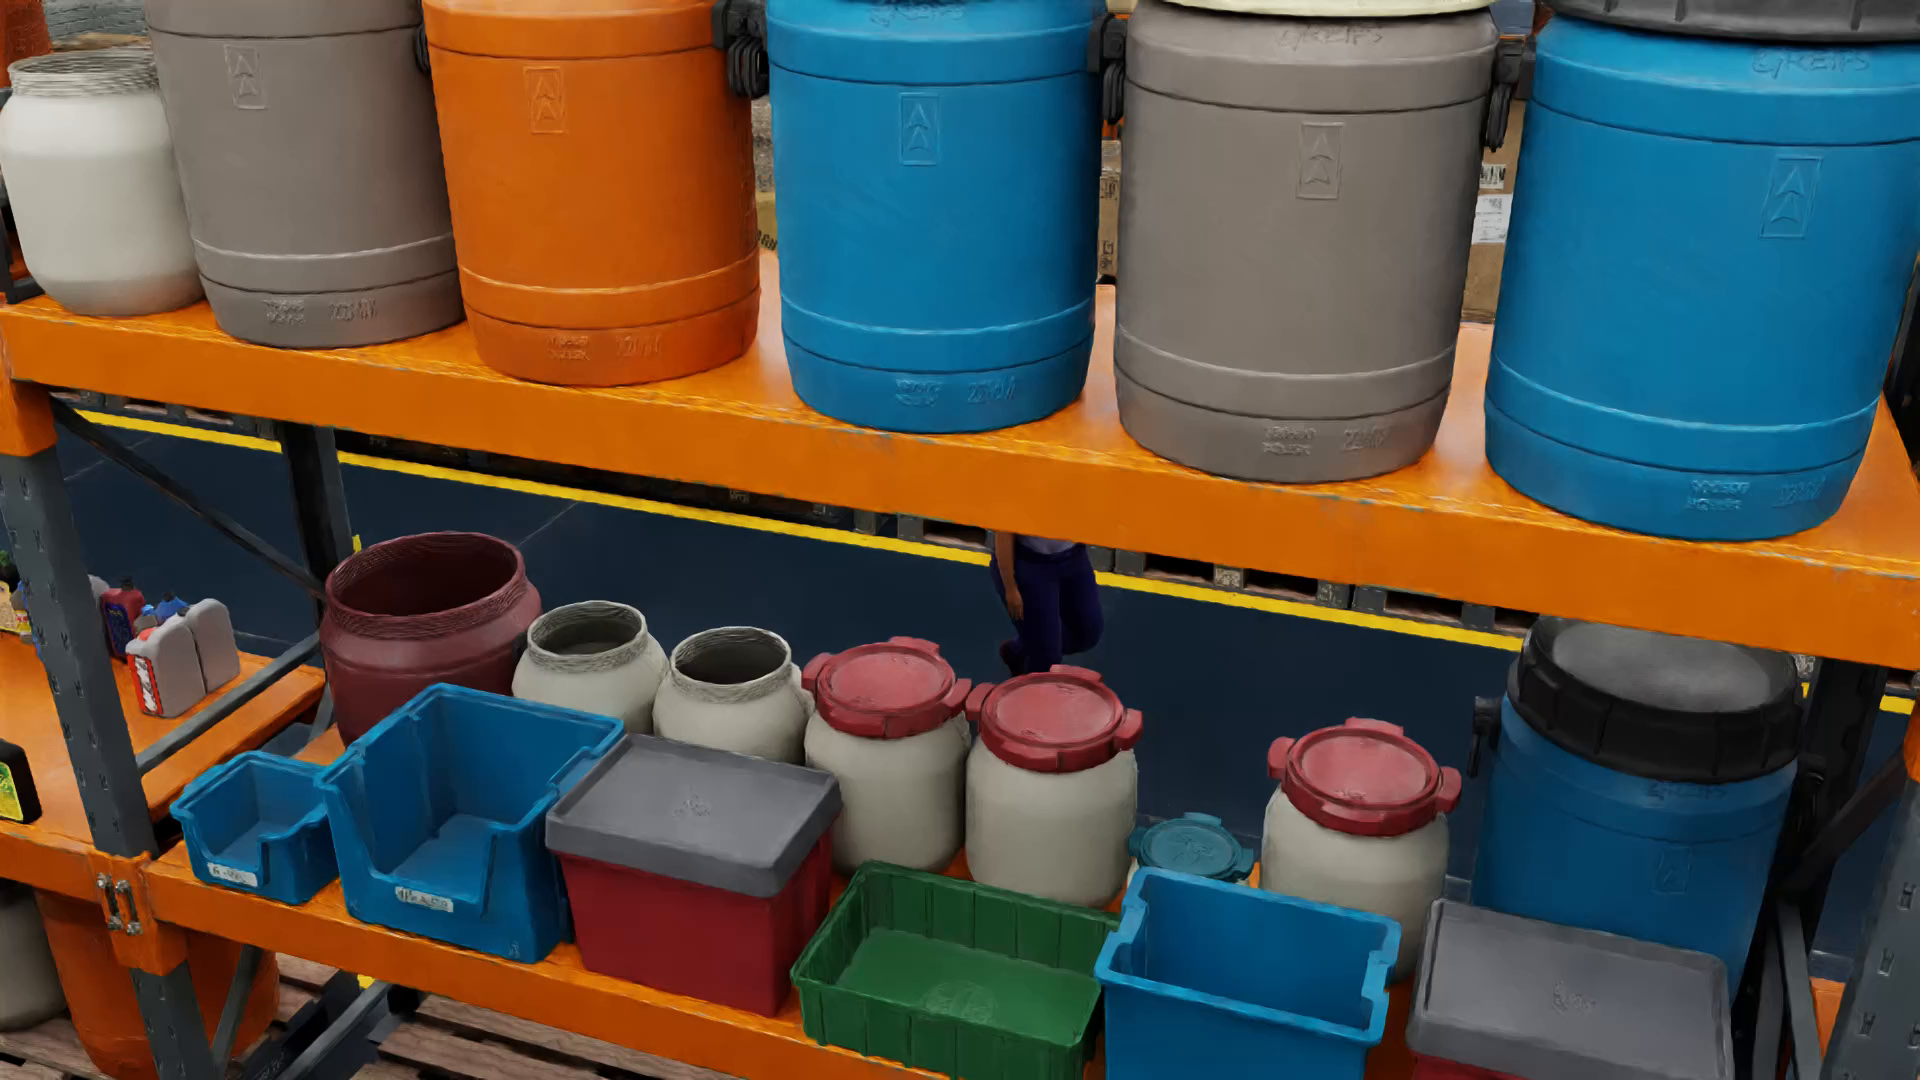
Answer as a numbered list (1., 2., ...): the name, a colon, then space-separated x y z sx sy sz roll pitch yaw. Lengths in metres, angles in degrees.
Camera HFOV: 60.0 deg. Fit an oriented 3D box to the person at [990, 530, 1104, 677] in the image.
1. person: 0.315 0.099 6.901 0.511 1.629 0.621 -22 33 -37
